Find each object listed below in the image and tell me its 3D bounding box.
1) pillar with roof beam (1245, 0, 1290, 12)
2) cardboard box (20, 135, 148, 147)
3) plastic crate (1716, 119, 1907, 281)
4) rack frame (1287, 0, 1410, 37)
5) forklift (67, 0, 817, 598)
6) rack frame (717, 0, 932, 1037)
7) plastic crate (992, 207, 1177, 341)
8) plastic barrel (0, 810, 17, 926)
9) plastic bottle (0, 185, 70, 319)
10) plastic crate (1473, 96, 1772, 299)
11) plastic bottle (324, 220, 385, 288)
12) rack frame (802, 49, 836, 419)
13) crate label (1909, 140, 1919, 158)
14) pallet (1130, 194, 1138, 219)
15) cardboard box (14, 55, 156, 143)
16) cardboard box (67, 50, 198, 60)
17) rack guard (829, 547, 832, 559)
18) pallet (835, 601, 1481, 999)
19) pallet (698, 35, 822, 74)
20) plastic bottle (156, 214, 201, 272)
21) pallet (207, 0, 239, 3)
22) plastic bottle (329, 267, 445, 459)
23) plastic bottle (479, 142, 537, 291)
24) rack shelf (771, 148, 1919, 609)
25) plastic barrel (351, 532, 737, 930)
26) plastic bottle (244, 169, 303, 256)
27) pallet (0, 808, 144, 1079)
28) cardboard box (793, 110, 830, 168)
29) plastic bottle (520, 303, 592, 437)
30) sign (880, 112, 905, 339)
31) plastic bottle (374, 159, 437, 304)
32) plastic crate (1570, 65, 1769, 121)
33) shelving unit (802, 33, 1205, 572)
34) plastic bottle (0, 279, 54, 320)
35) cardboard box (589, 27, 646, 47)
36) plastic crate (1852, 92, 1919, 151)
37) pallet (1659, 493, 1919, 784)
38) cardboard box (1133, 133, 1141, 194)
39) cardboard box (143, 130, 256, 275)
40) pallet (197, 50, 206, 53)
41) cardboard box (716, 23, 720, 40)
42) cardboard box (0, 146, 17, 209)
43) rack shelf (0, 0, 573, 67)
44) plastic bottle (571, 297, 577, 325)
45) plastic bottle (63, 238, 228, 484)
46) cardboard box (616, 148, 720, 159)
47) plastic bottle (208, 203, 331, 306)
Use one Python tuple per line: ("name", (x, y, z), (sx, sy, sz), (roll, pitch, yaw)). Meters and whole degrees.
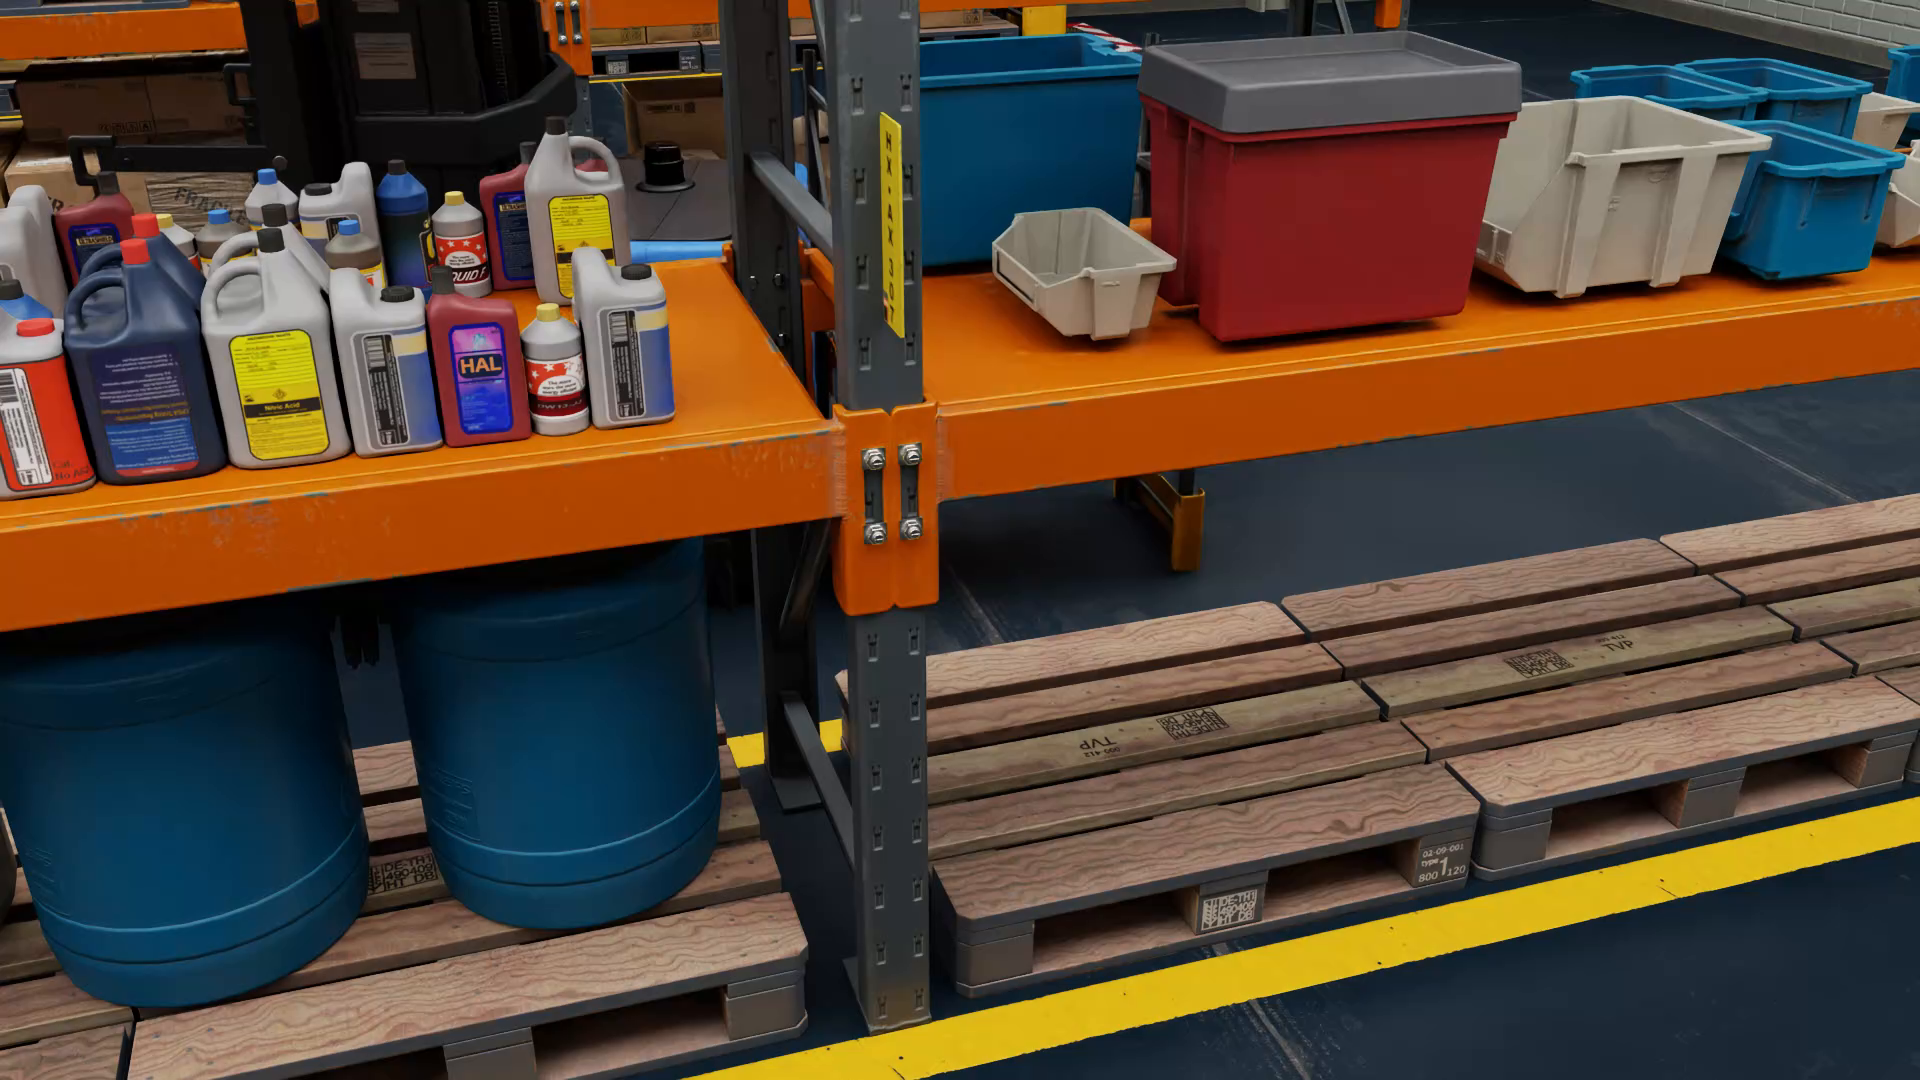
("pillar with roof beam", (4.097, -6.928, 9.085), (0.400, 9.000, 9.100), (-8, 28, -16))
("cardboard box", (-3.799, -1.579, 7.375), (0.500, 0.500, 0.500), (-9, 28, -18))
("plastic crate", (1.659, -0.695, 3.398), (0.300, 0.233, 0.416), (-8, 28, -16))
("rack frame", (2.002, -3.230, 8.382), (0.127, 3.000, 1.000), (-8, 28, -16))
("forklift", (-1.972, -1.356, 4.685), (3.031, 2.935, 1.130), (0, 26, 0))
("rack frame", (-0.271, -0.584, 3.053), (0.127, 3.000, 1.000), (-8, 28, -16))
("plastic crate", (0.215, -0.496, 3.106), (0.243, 0.136, 0.396), (-8, 28, -16))
("plastic barrel", (-2.032, 0.547, 3.099), (0.421, 0.512, 0.421), (0, 26, 0))
("plastic bottle", (-1.710, -0.498, 3.020), (0.135, 0.276, 0.152), (-8, 28, -16))
("plastic crate", (1.238, -0.690, 3.333), (0.530, 0.282, 0.437), (-8, 28, -16))
("plastic bottle", (-1.121, -0.492, 3.091), (0.097, 0.201, 0.097), (0, 26, 0))
("rack frame", (-0.360, -0.587, 4.746), (0.032, 1.500, 0.500), (-7, 27, -13))
("crate label", (2.275, -0.772, 3.661), (0.243, 0.136, 0.396), (-8, 28, -16))
("pallet", (1.172, -1.860, 8.759), (1.213, 0.211, 1.003), (-8, 28, -16))
("cardboard box", (-3.765, -1.922, 7.220), (0.500, 0.250, 0.500), (-9, 28, -17))
("cardboard box", (-5.568, -3.611, 11.095), (0.750, 0.750, 0.750), (-8, 28, -16))
("rack guard", (-0.341, -0.030, 5.028), (0.087, 0.250, 0.587), (-7, 27, -13))
("pallet", (0.416, 0.547, 3.910), (1.213, 0.211, 1.003), (-8, 28, -16))
("pallet", (-1.430, -3.765, 12.596), (1.213, 0.211, 1.003), (-8, 28, -16))
("plastic bottle", (-1.481, -0.511, 3.129), (0.097, 0.201, 0.097), (0, 26, 0))
("pallet", (-2.595, -2.529, 7.187), (1.213, 0.211, 1.003), (-8, 28, -16))
("plastic bottle", (-0.893, -0.287, 2.595), (0.135, 0.276, 0.152), (-8, 28, -16))
("plastic bottle", (-0.879, -0.643, 3.303), (0.133, 0.283, 0.061), (-8, 28, -16))
("rack shelf", (1.630, -0.537, 3.768), (4.000, 0.370, 1.077), (-8, 28, -16))
("plastic barrel", (-0.794, 0.236, 3.290), (0.708, 0.901, 0.600), (-8, 28, -16))
("plastic bottle", (-1.296, -0.569, 3.167), (0.097, 0.271, 0.097), (0, 26, 0))
("pallet", (-2.180, 0.923, 3.153), (1.213, 0.211, 1.003), (-8, 28, -16))
("cardboard box", (-0.635, -1.973, 8.380), (0.500, 0.311, 0.500), (-8, 28, -16))
("plastic bottle", (-0.648, -0.276, 2.657), (0.097, 0.201, 0.097), (0, 26, 0))
("sign", (-0.103, -0.475, 2.522), (0.005, 0.325, 0.100), (-8, 28, -16))
("plastic bottle", (-1.076, -0.601, 3.232), (0.097, 0.271, 0.097), (0, 26, 0))
("plastic crate", (1.658, -0.969, 3.950), (0.300, 0.233, 0.416), (-8, 28, -16))
("shelving unit", (0.140, -0.646, 4.865), (1.083, 1.500, 0.587), (-7, 27, -13))
("plastic bottle", (-1.429, -0.266, 2.557), (0.097, 0.271, 0.097), (0, 26, 0))
("cardboard box", (-2.597, -3.901, 12.073), (0.500, 0.500, 0.700), (-8, 27, -15))
("plastic crate", (2.220, -1.046, 4.213), (0.298, 0.136, 0.250), (-8, 28, -16))
("pallet", (2.736, 0.211, 4.587), (1.213, 0.211, 1.003), (-8, 28, -16))
("cardboard box", (0.648, -1.898, 8.297), (0.500, 0.250, 0.500), (-8, 28, -16))
("cardboard box", (-3.132, -1.434, 7.081), (0.500, 0.500, 0.500), (-8, 27, -15))
("pallet", (-5.212, -3.216, 11.491), (1.213, 0.211, 1.003), (-8, 28, -16))
("cardboard box", (-1.629, -4.038, 12.350), (0.500, 0.500, 0.700), (-8, 27, -15))
("cardboard box", (-4.109, -1.289, 6.789), (0.500, 0.500, 0.500), (-9, 28, -17))
("rack shelf", (-3.703, -2.081, 6.878), (4.000, 0.370, 1.077), (-8, 28, -16))
("plastic bottle", (-0.602, -0.354, 2.814), (0.097, 0.201, 0.097), (0, 26, 0))
("plastic bottle", (-1.220, -0.271, 2.479), (0.185, 0.351, 0.144), (-8, 28, -16))
("cardboard box", (-1.336, -1.638, 7.705), (0.500, 0.311, 0.500), (-8, 28, -16))
("plastic bottle", (-1.089, -0.358, 2.653), (0.185, 0.351, 0.144), (-8, 28, -16))
